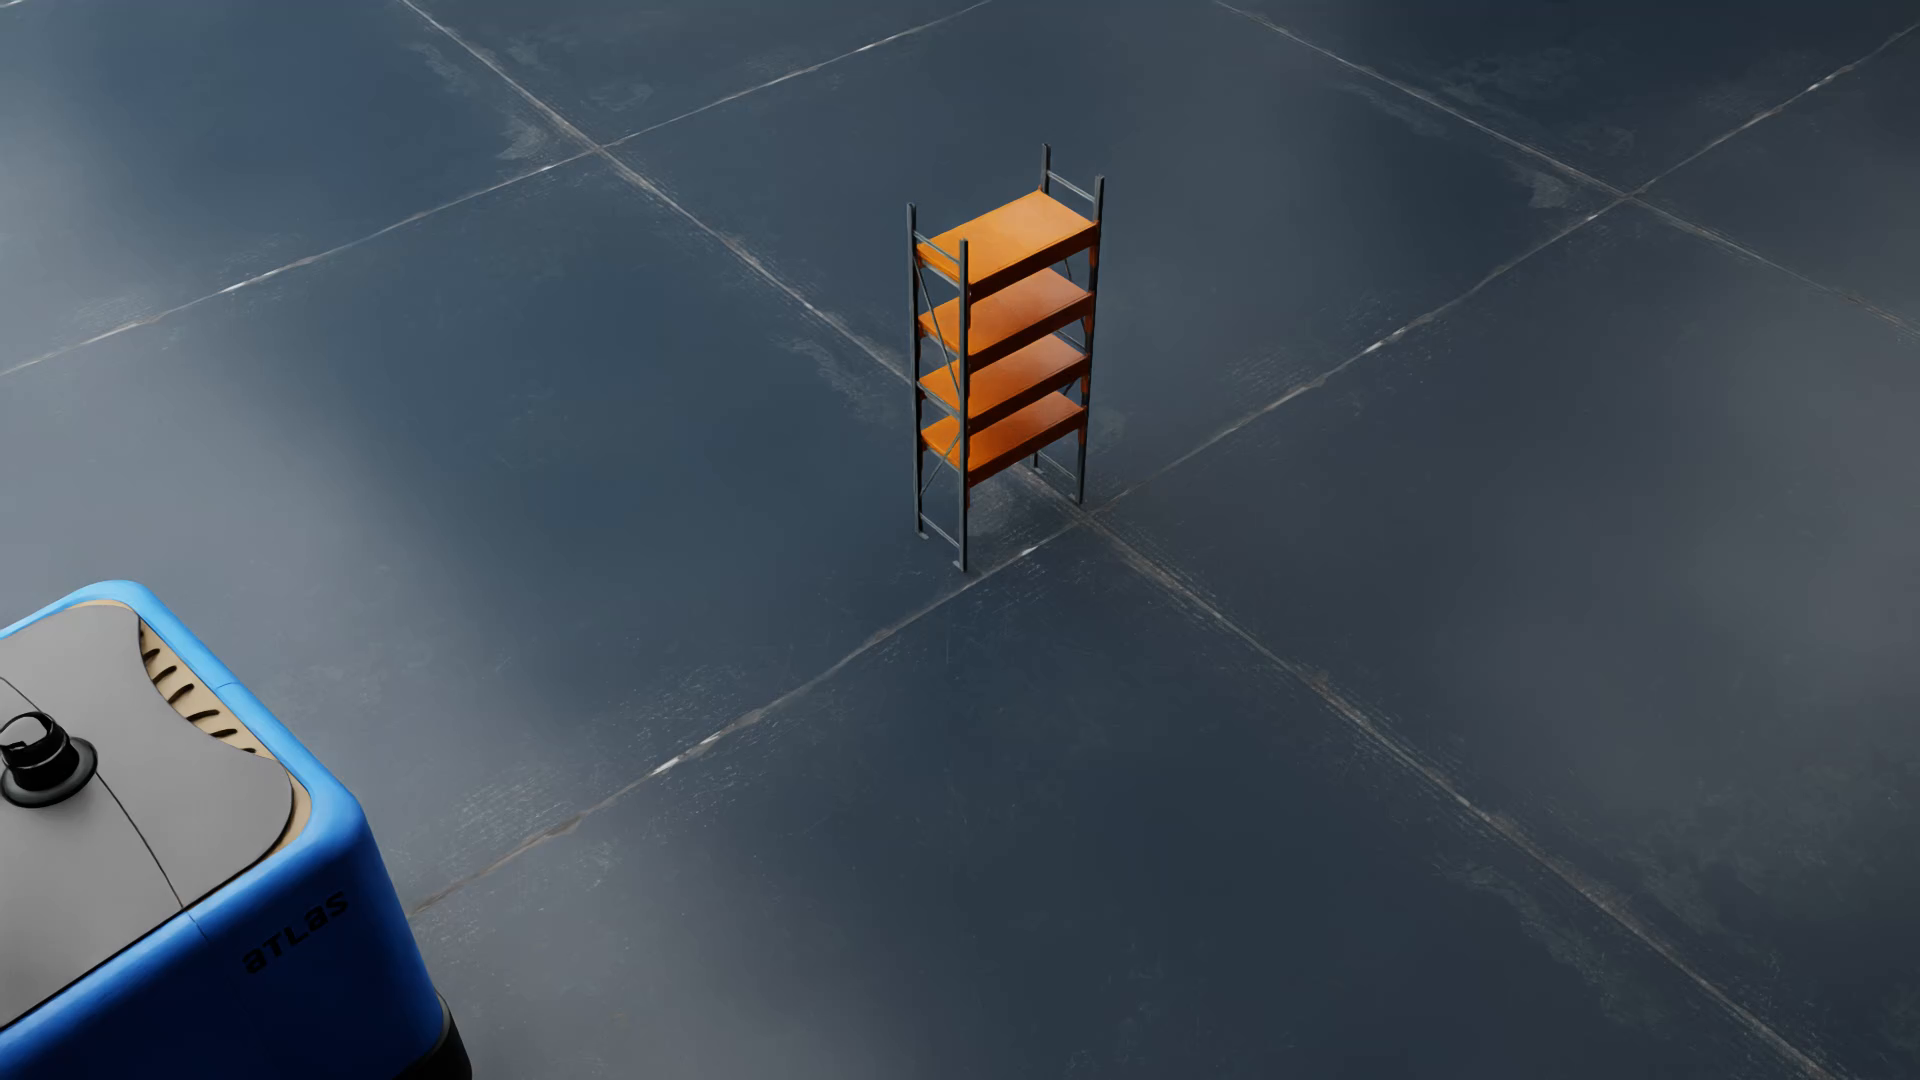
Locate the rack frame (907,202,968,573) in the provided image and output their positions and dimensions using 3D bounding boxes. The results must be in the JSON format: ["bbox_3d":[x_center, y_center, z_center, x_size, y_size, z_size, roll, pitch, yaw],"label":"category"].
[{"bbox_3d":[-0.060,-0.403,4.803,0.015,1.200,0.240,-30,51,-28],"label":"rack frame"}]

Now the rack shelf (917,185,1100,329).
[{"bbox_3d":[0.127,-0.797,4.648,0.480,0.148,0.258,-30,51,-28],"label":"rack shelf"}]

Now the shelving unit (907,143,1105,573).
[{"bbox_3d":[0.127,-0.510,4.917,0.503,1.200,0.258,-30,51,-28],"label":"shelving unit"}]

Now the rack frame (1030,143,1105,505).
[{"bbox_3d":[0.314,-0.617,5.031,0.015,1.200,0.240,-30,51,-28],"label":"rack frame"}]

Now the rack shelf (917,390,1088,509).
[{"bbox_3d":[0.127,-0.316,5.099,0.480,0.148,0.258,-30,51,-28],"label":"rack shelf"}]

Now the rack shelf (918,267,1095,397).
[{"bbox_3d":[0.127,-0.624,4.810,0.480,0.148,0.258,-30,51,-28],"label":"rack shelf"}]

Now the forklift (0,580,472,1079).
[{"bbox_3d":[-2.501,0.733,2.328,1.130,2.935,3.031,33,52,30],"label":"forklift"}]

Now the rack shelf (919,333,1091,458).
[{"bbox_3d":[0.127,-0.461,4.963,0.480,0.148,0.258,-30,51,-28],"label":"rack shelf"}]
